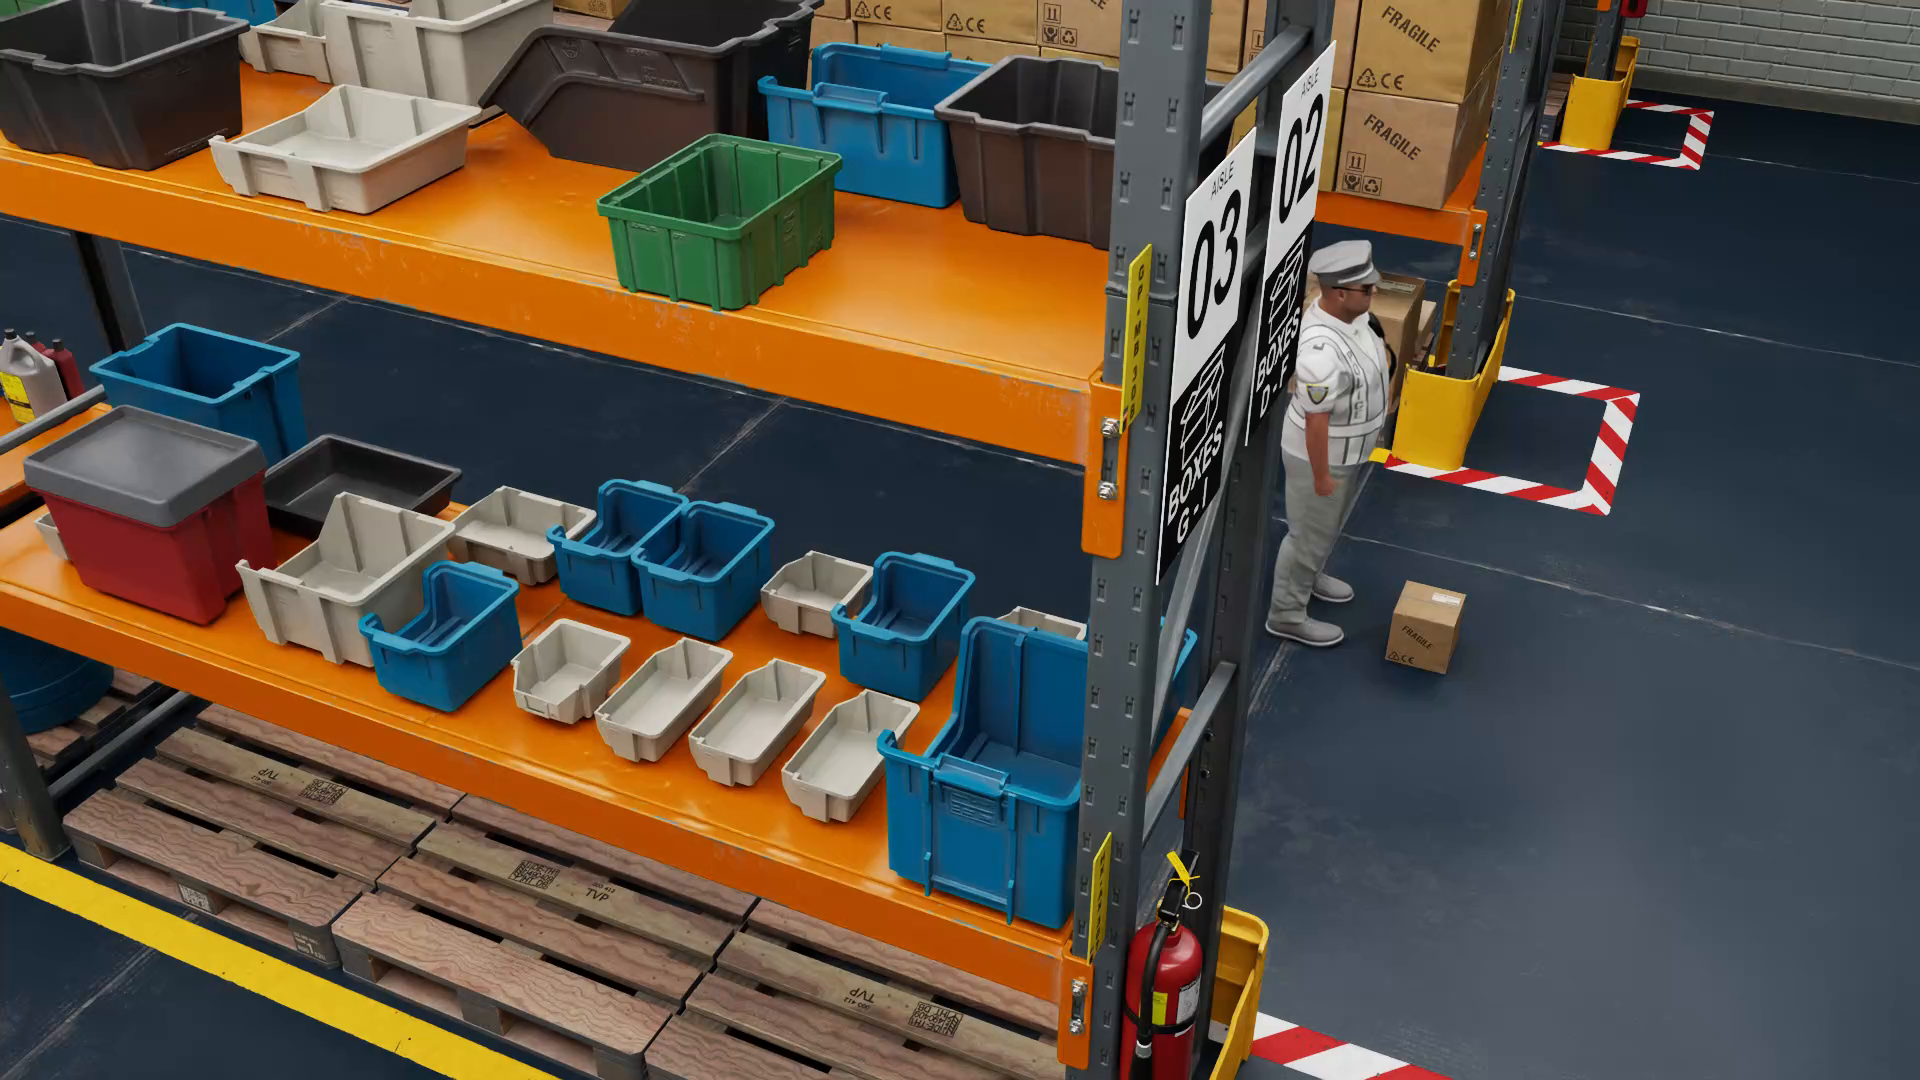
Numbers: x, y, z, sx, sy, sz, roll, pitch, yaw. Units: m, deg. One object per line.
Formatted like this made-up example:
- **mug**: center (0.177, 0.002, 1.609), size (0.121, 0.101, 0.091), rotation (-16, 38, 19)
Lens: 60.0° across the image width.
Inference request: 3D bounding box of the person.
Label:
- **person**: center (1.509, -0.388, 6.704), size (0.370, 1.772, 0.596), rotation (15, 36, 22)
